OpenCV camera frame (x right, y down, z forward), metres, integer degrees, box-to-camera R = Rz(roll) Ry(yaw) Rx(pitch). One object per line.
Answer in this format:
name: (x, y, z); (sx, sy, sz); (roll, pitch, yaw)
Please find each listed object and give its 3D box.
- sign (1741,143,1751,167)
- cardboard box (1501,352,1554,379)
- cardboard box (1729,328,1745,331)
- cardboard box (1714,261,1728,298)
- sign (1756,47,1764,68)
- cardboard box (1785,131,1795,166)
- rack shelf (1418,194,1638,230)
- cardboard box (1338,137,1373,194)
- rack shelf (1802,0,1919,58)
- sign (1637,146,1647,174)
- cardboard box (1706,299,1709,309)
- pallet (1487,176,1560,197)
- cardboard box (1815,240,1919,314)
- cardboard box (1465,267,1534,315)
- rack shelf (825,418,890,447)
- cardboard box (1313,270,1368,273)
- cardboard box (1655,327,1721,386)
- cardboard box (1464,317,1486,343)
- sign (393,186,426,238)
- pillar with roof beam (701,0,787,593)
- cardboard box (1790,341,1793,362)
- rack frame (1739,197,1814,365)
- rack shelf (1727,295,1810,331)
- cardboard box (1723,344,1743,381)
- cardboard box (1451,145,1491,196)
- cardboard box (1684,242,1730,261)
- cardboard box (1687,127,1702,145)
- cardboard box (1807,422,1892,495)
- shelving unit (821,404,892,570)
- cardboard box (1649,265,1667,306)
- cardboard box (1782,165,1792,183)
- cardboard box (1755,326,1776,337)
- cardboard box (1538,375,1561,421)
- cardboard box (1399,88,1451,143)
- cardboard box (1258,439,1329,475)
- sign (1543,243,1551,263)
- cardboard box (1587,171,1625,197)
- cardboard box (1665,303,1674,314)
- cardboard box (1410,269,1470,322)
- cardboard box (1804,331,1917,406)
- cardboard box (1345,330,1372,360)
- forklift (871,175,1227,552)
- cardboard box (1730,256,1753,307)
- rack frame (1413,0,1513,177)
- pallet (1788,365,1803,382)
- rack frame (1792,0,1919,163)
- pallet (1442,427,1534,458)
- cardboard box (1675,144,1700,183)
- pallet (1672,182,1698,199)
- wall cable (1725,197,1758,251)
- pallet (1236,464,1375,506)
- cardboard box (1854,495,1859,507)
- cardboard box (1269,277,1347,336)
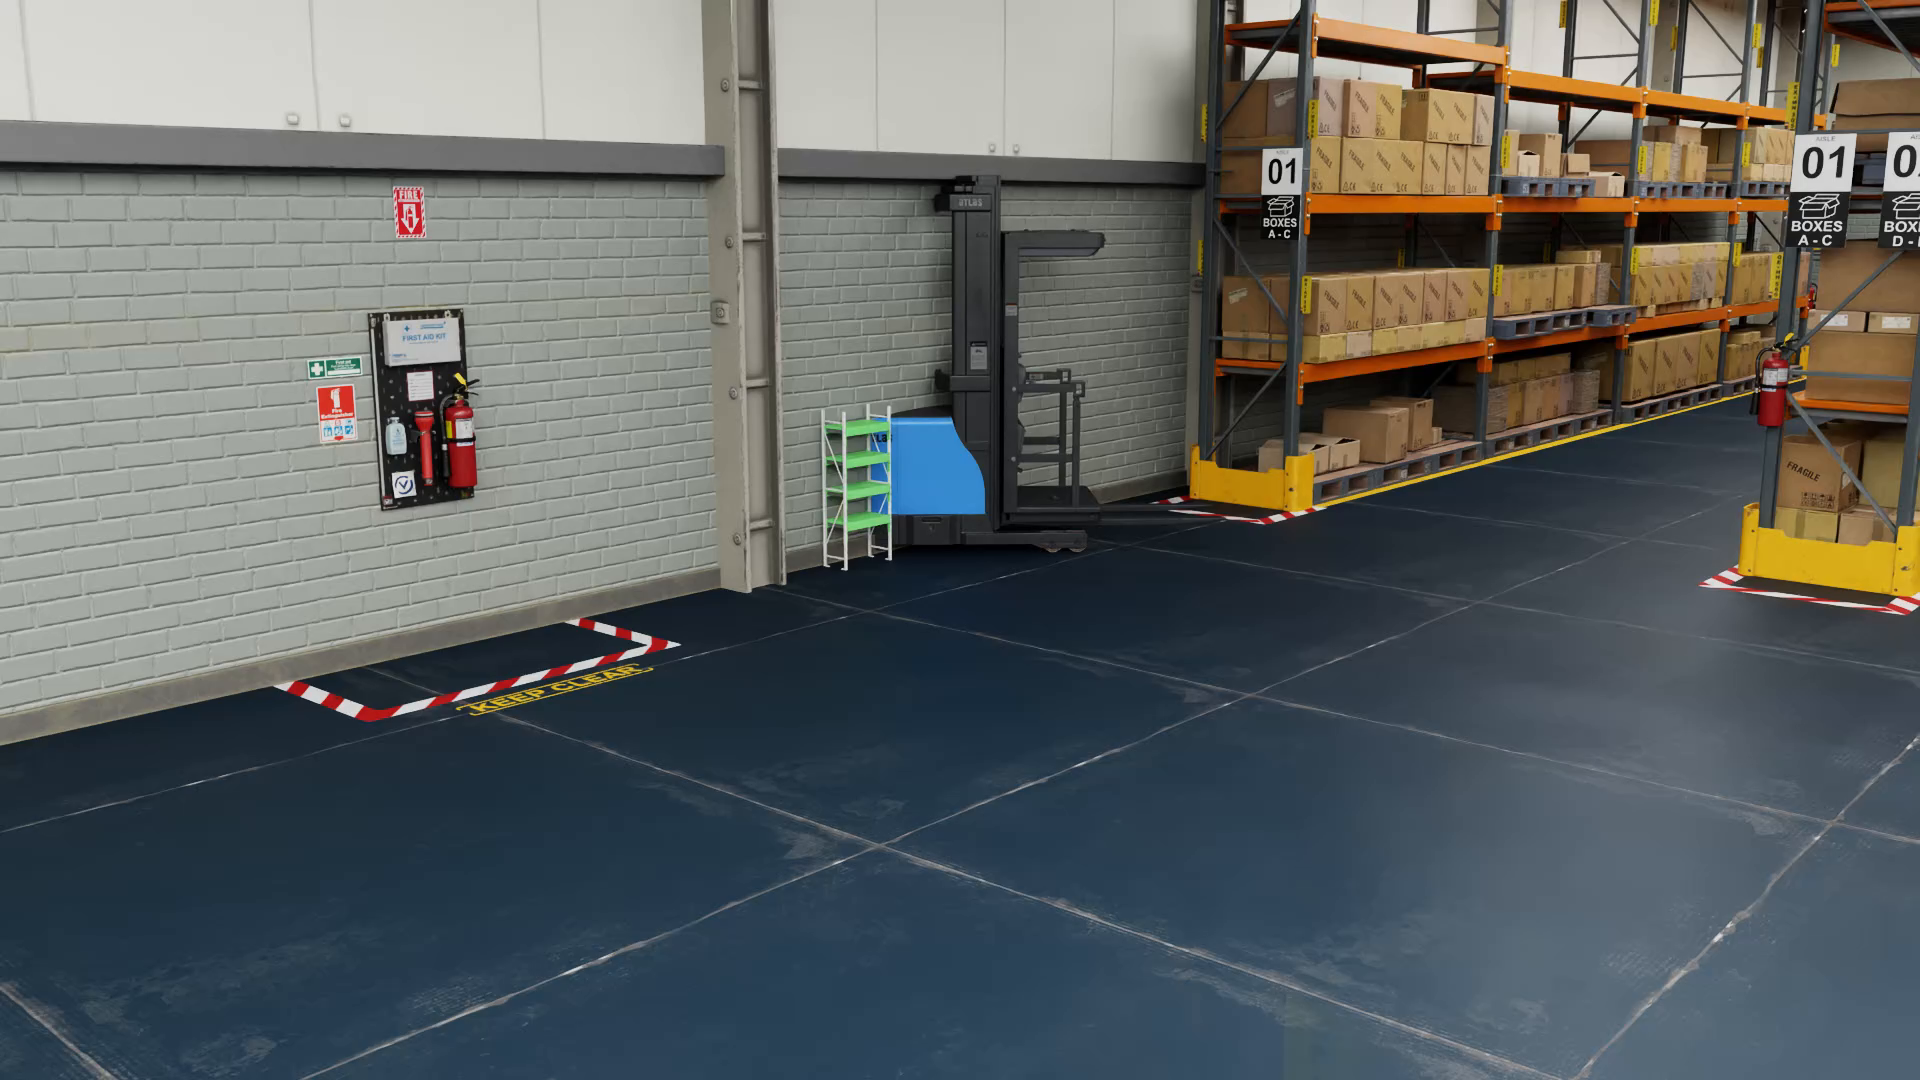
sign: (10.979, -5.385, 23.234); (0.100, 0.325, 0.005); (10, 15, 40)
cardboard box: (6.729, -2.080, 19.809); (0.500, 0.250, 0.500); (10, 15, 40)
cardboard box: (11.915, -3.204, 25.746); (0.380, 0.149, 0.250); (10, 15, 41)
cardboard box: (10.449, -3.679, 23.409); (0.500, 0.500, 0.500); (9, 15, 39)
sign: (12.793, -7.714, 26.569); (0.100, 0.325, 0.005); (10, 15, 40)
cardboard box: (12.250, -5.891, 25.029); (0.500, 0.500, 0.500); (9, 14, 38)
rack shelf: (6.604, -3.811, 19.310); (1.077, 0.370, 4.000); (10, 15, 40)
cardboard box: (3.433, -3.431, 15.265); (0.500, 0.500, 0.500); (-11, 16, -44)
rack shelf: (7.687, -3.857, 12.905); (1.077, 0.370, 4.000); (10, 15, 40)
sign: (8.331, -4.641, 20.309); (0.100, 0.325, 0.005); (10, 15, 40)
cardboard box: (10.201, -3.303, 23.181); (0.380, 0.149, 0.250); (10, 15, 42)
pallet: (5.772, -3.854, 18.170); (1.213, 0.211, 1.003); (10, 15, 40)
cardboard box: (6.720, -1.930, 12.147); (0.700, 0.500, 0.500); (10, 15, 41)
cardboard box: (6.020, -2.815, 18.767); (0.500, 0.500, 0.700); (-10, 15, -42)
rack shelf: (-0.787, -0.819, 12.625); (0.258, 0.148, 0.480); (10, 15, 40)
cardboard box: (3.805, -2.434, 16.657); (0.500, 0.500, 0.500); (10, 15, 41)
cardboard box: (10.233, -2.615, 23.559); (0.750, 0.750, 0.750); (10, 15, 41)
cardboard box: (5.199, -2.226, 17.528); (0.500, 0.250, 0.500); (10, 15, 40)
sign: (-3.245, -1.932, 9.805); (0.001, 0.298, 0.199); (10, 15, 40)
pillar with roof beam: (1.729, -3.527, 8.395); (9.100, 9.000, 0.400); (10, 15, 40)
cardboard box: (12.818, -3.028, 26.523); (0.700, 0.500, 0.500); (10, 15, 40)
rack frame: (13.205, -4.164, 26.900); (1.000, 3.000, 0.127); (10, 15, 40)
rack shelf: (11.885, -3.517, 25.497); (1.077, 0.370, 4.000); (10, 15, 40)
cardboard box: (11.136, -2.652, 24.641); (0.700, 0.500, 0.500); (10, 15, 41)
cardboard box: (5.135, -3.821, 17.221); (0.500, 0.500, 0.500); (10, 15, 42)
cardboard box: (10.449, -4.046, 23.329); (0.500, 0.250, 0.500); (10, 15, 42)
cardboard box: (9.885, -5.566, 22.970); (0.500, 0.250, 0.500); (-11, 16, -43)
cardboard box: (7.147, -0.662, 13.398); (0.500, 0.500, 0.500); (10, 15, 40)
shelving unit: (-0.787, -0.411, 12.706); (0.258, 1.200, 0.503); (10, 15, 40)
cardboard box: (8.790, -3.306, 21.538); (0.500, 0.500, 0.500); (10, 15, 42)
cardboard box: (12.239, -5.520, 25.088); (0.500, 0.250, 0.500); (9, 15, 39)
cardboard box: (12.702, -3.266, 26.058); (0.380, 0.149, 0.250); (10, 15, 42)
cardboard box: (6.754, -1.726, 19.956); (0.700, 0.500, 0.500); (10, 15, 40)
cardboard box: (4.466, -4.149, 16.310); (0.500, 0.500, 0.500); (9, 14, 38)
cardboard box: (3.168, -0.797, 15.785); (0.500, 0.311, 0.500); (8, 14, 34)
sign: (7.505, -3.626, 21.250); (0.100, 0.325, 0.005); (10, 15, 40)
cardboard box: (7.652, -4.283, 20.014); (0.500, 0.311, 0.500); (10, 15, 40)
cardboard box: (9.320, -3.119, 22.259); (0.380, 0.149, 0.250); (10, 15, 41)
cardboard box: (4.879, -2.519, 17.080); (0.500, 0.500, 0.500); (10, 15, 40)
cardboard box: (6.685, -1.286, 12.235); (0.700, 0.500, 0.500); (10, 15, 40)
cardboard box: (3.536, -1.855, 15.672); (0.500, 0.250, 0.500); (9, 15, 39)
forklift: (0.628, -1.443, 13.452); (3.031, 2.935, 1.130); (-1, 11, -3)
cardboard box: (10.935, -3.800, 24.313); (0.980, 0.700, 0.700); (10, 15, 41)
rack frame: (5.284, -5.340, 17.472); (1.000, 3.000, 0.127); (10, 15, 40)
pallet: (12.736, -2.669, 26.533); (1.003, 0.211, 1.213); (10, 15, 40)
rack frame: (6.367, -4.112, 11.322); (1.000, 3.000, 0.127); (10, 15, 40)
pallet: (5.797, -1.146, 18.908); (1.003, 0.211, 1.213); (10, 15, 40)
cardboard box: (9.583, -5.105, 22.577); (0.700, 0.500, 0.500); (9, 15, 39)
pallet: (9.046, -4.632, 22.066); (1.003, 0.211, 1.213); (11, 16, 43)
wall cable: (13.340, -4.973, 28.356); (0.084, 1.984, 1.851); (10, 15, 40)
pallet: (3.257, -0.568, 16.018); (1.003, 0.211, 1.213); (10, 15, 40)
cardboard box: (6.820, -0.220, 13.100); (0.500, 0.250, 0.500); (10, 15, 40)
cardboard box: (3.184, -2.145, 15.210); (0.500, 0.500, 0.500); (10, 15, 40)
